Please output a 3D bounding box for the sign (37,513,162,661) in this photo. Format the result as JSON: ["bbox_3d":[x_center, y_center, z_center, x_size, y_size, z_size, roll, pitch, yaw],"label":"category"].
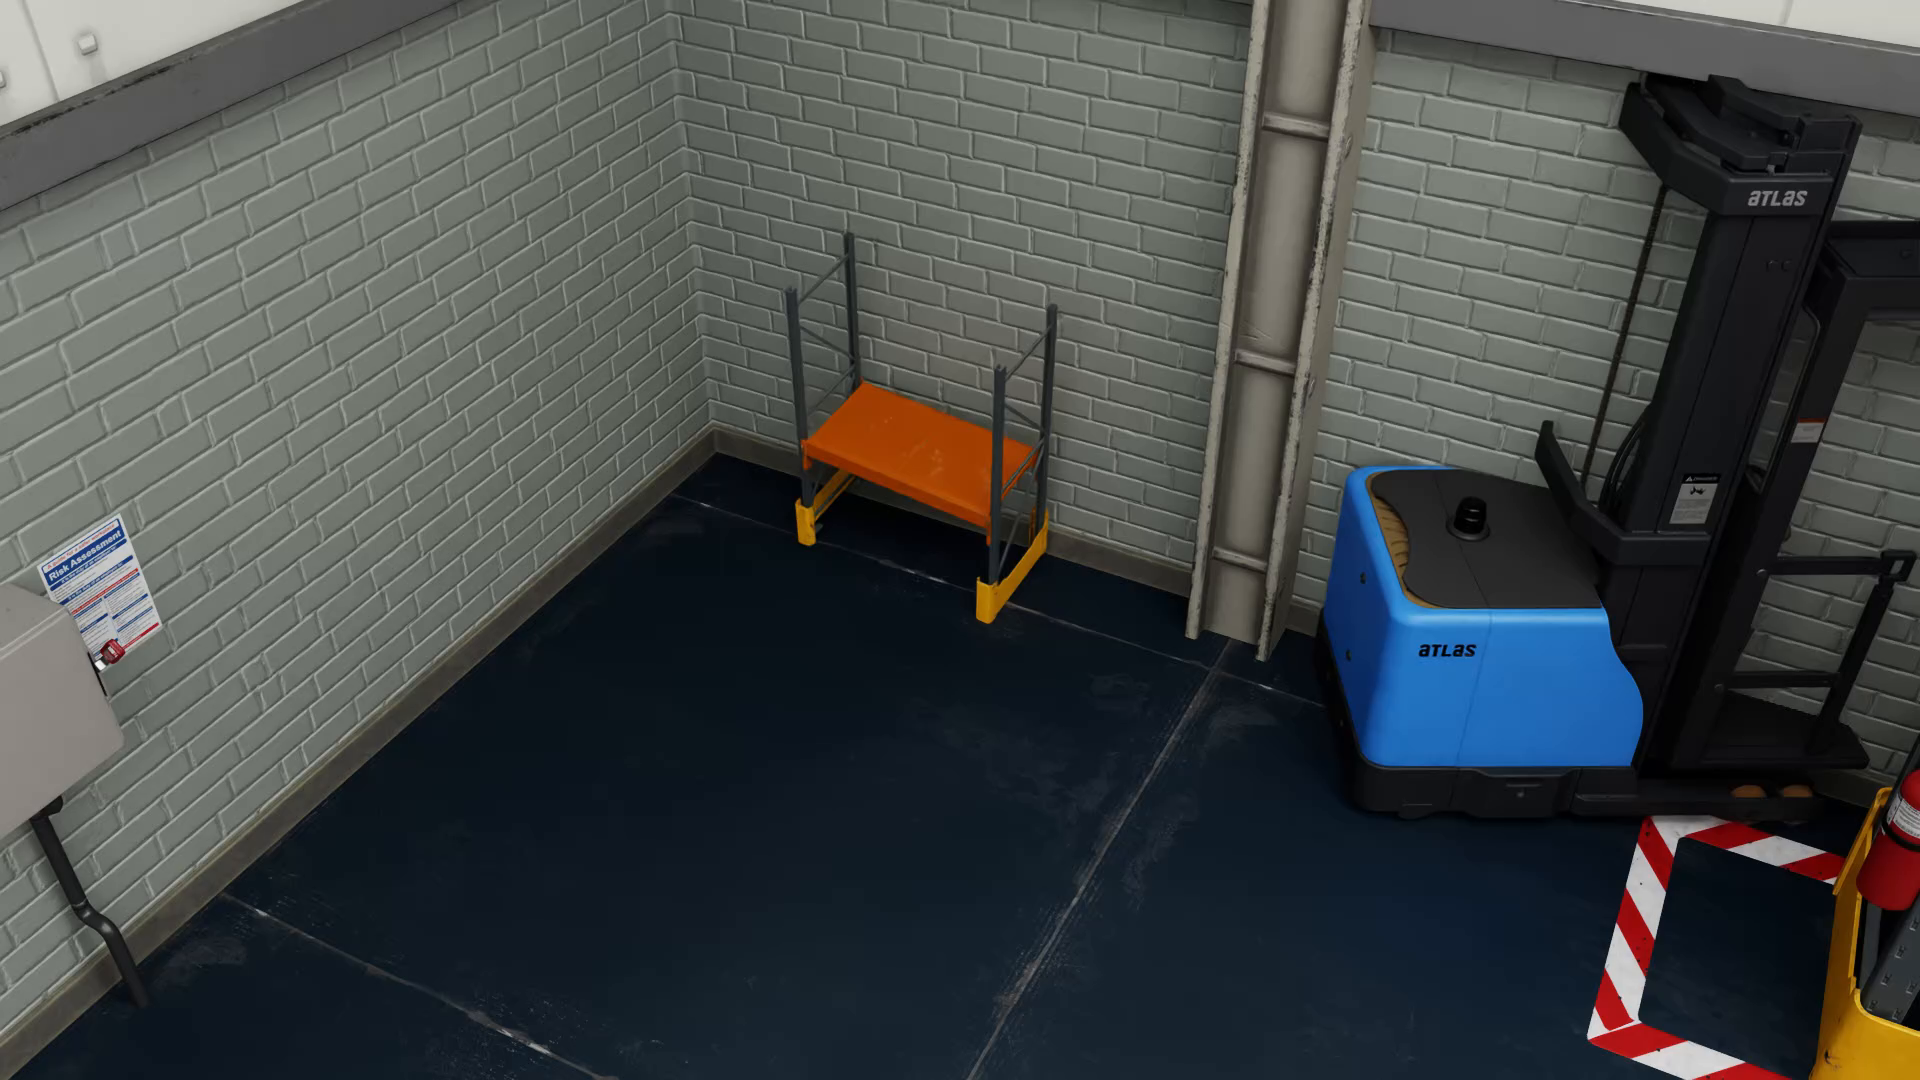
[{"bbox_3d":[-2.895,0.194,5.612,0.001,0.494,0.329,17,41,21],"label":"sign"}]

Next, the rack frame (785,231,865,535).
[{"bbox_3d":[-0.611,-0.685,7.746,0.032,1.500,0.500,23,50,20],"label":"rack frame"}]

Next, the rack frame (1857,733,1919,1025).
[{"bbox_3d":[3.263,0.455,5.189,0.127,3.000,1.000,17,41,21],"label":"rack frame"}]

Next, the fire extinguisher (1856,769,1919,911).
[{"bbox_3d":[2.920,0.842,5.052,0.183,0.674,0.296,17,41,21],"label":"fire extinguisher"}]

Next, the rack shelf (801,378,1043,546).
[{"bbox_3d":[-0.172,-0.376,7.700,1.000,0.185,0.538,23,50,20],"label":"rack shelf"}]

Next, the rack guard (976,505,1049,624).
[{"bbox_3d":[0.249,0.111,7.851,0.087,0.250,0.587,23,50,20],"label":"rack guard"}]

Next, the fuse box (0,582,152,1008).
[{"bbox_3d":[-2.938,0.992,5.548,0.414,1.711,0.539,17,41,21],"label":"fuse box"}]

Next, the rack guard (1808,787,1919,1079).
[{"bbox_3d":[3.331,1.472,5.917,0.348,0.500,1.175,17,41,21],"label":"rack guard"}]

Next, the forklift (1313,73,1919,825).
[{"bbox_3d":[3.101,-0.336,6.288,3.031,2.935,1.130,0,37,0],"label":"forklift"}]

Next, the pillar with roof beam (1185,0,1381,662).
[{"bbox_3d":[-0.696,-0.857,1.956,0.400,9.000,9.100,17,41,21],"label":"pillar with roof beam"}]

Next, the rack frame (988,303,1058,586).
[{"bbox_3d":[0.270,-0.318,7.397,0.032,1.500,0.500,23,50,20],"label":"rack frame"}]

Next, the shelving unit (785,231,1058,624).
[{"bbox_3d":[-0.178,-0.505,7.574,1.083,1.500,0.587,23,50,20],"label":"shelving unit"}]

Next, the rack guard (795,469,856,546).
[{"bbox_3d":[-0.615,-0.248,8.193,0.087,0.250,0.587,23,50,20],"label":"rack guard"}]
